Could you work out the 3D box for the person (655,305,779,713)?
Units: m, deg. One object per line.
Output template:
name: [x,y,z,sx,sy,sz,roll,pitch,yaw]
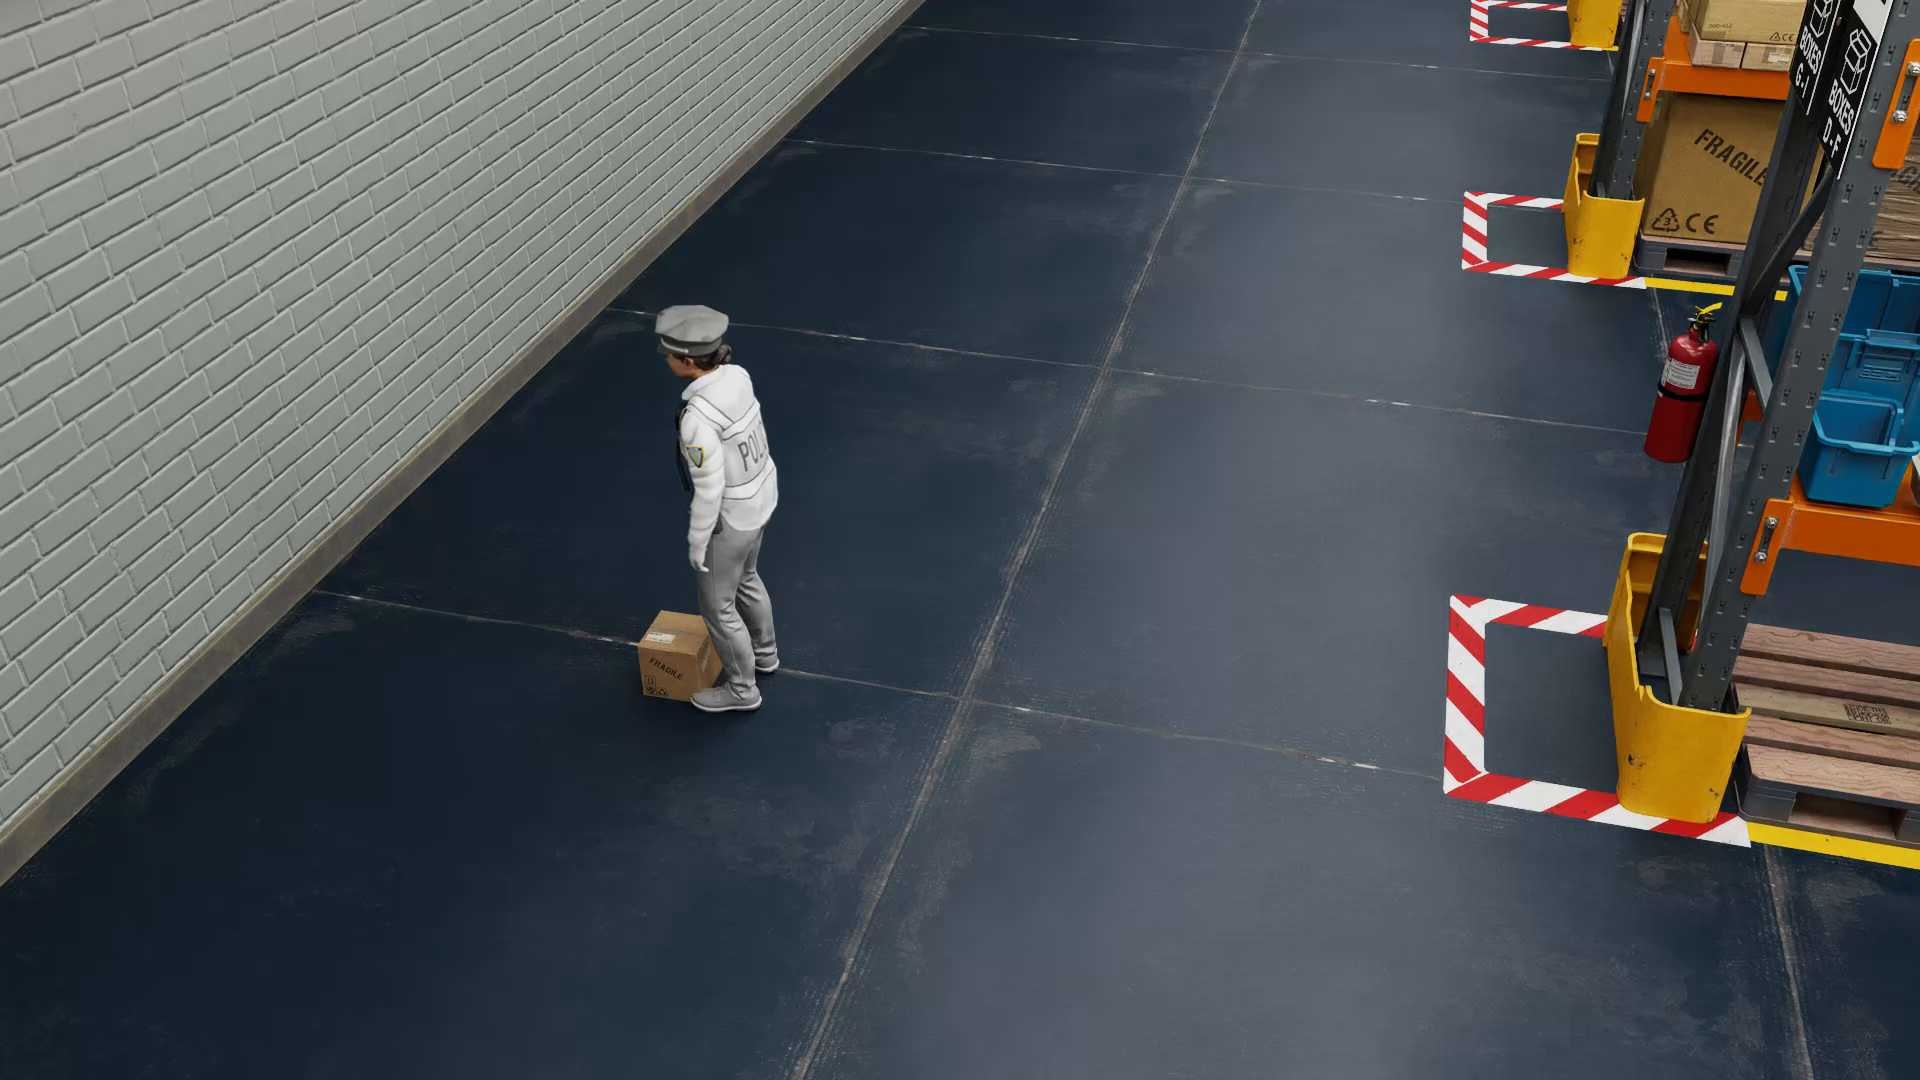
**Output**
person: [-0.887,-0.095,6.283,0.376,1.663,0.527,8,34,12]
